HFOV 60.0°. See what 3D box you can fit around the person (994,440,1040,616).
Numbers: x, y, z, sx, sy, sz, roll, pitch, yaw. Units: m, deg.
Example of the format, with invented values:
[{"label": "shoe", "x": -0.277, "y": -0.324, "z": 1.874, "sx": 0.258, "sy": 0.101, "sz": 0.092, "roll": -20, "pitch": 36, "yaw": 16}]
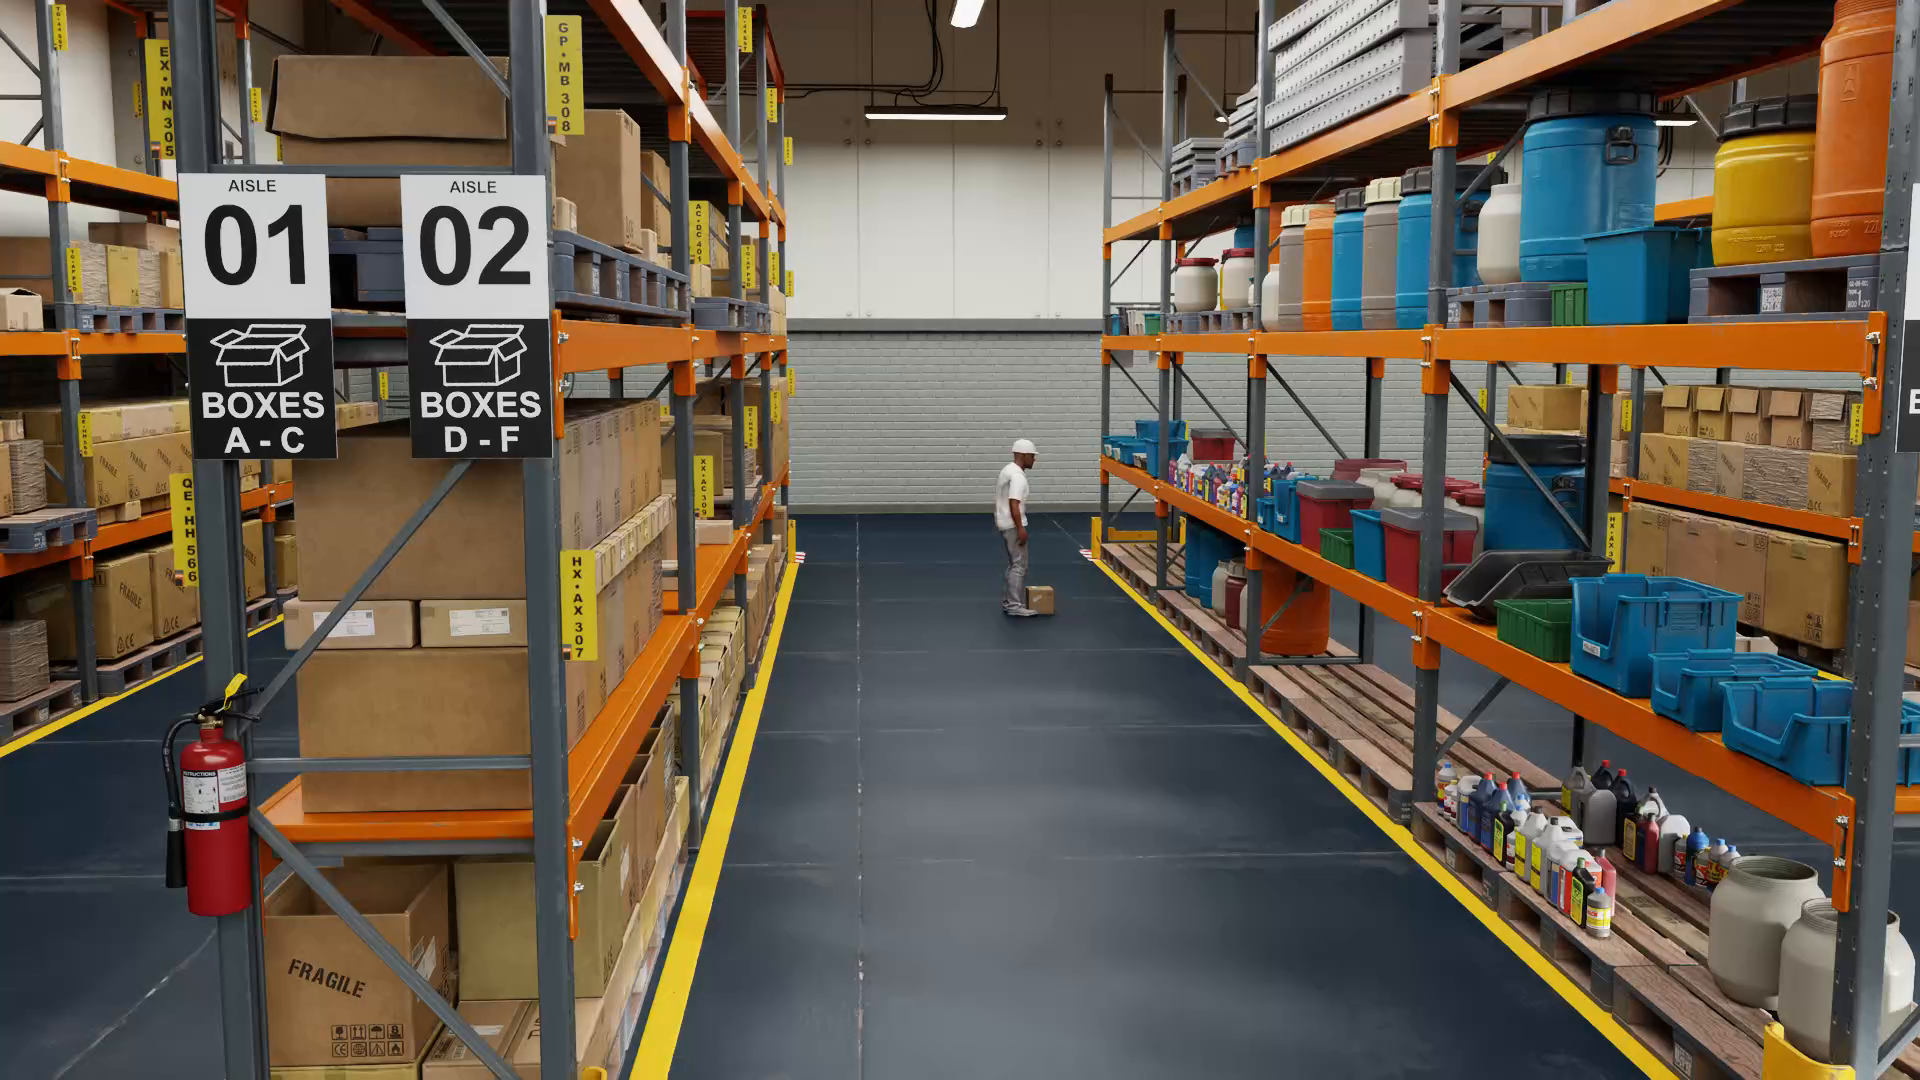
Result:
[{"label": "person", "x": 0.580, "y": -0.132, "z": 16.772, "sx": 0.460, "sy": 1.760, "sz": 0.627, "roll": 0, "pitch": 7, "yaw": -3}]
